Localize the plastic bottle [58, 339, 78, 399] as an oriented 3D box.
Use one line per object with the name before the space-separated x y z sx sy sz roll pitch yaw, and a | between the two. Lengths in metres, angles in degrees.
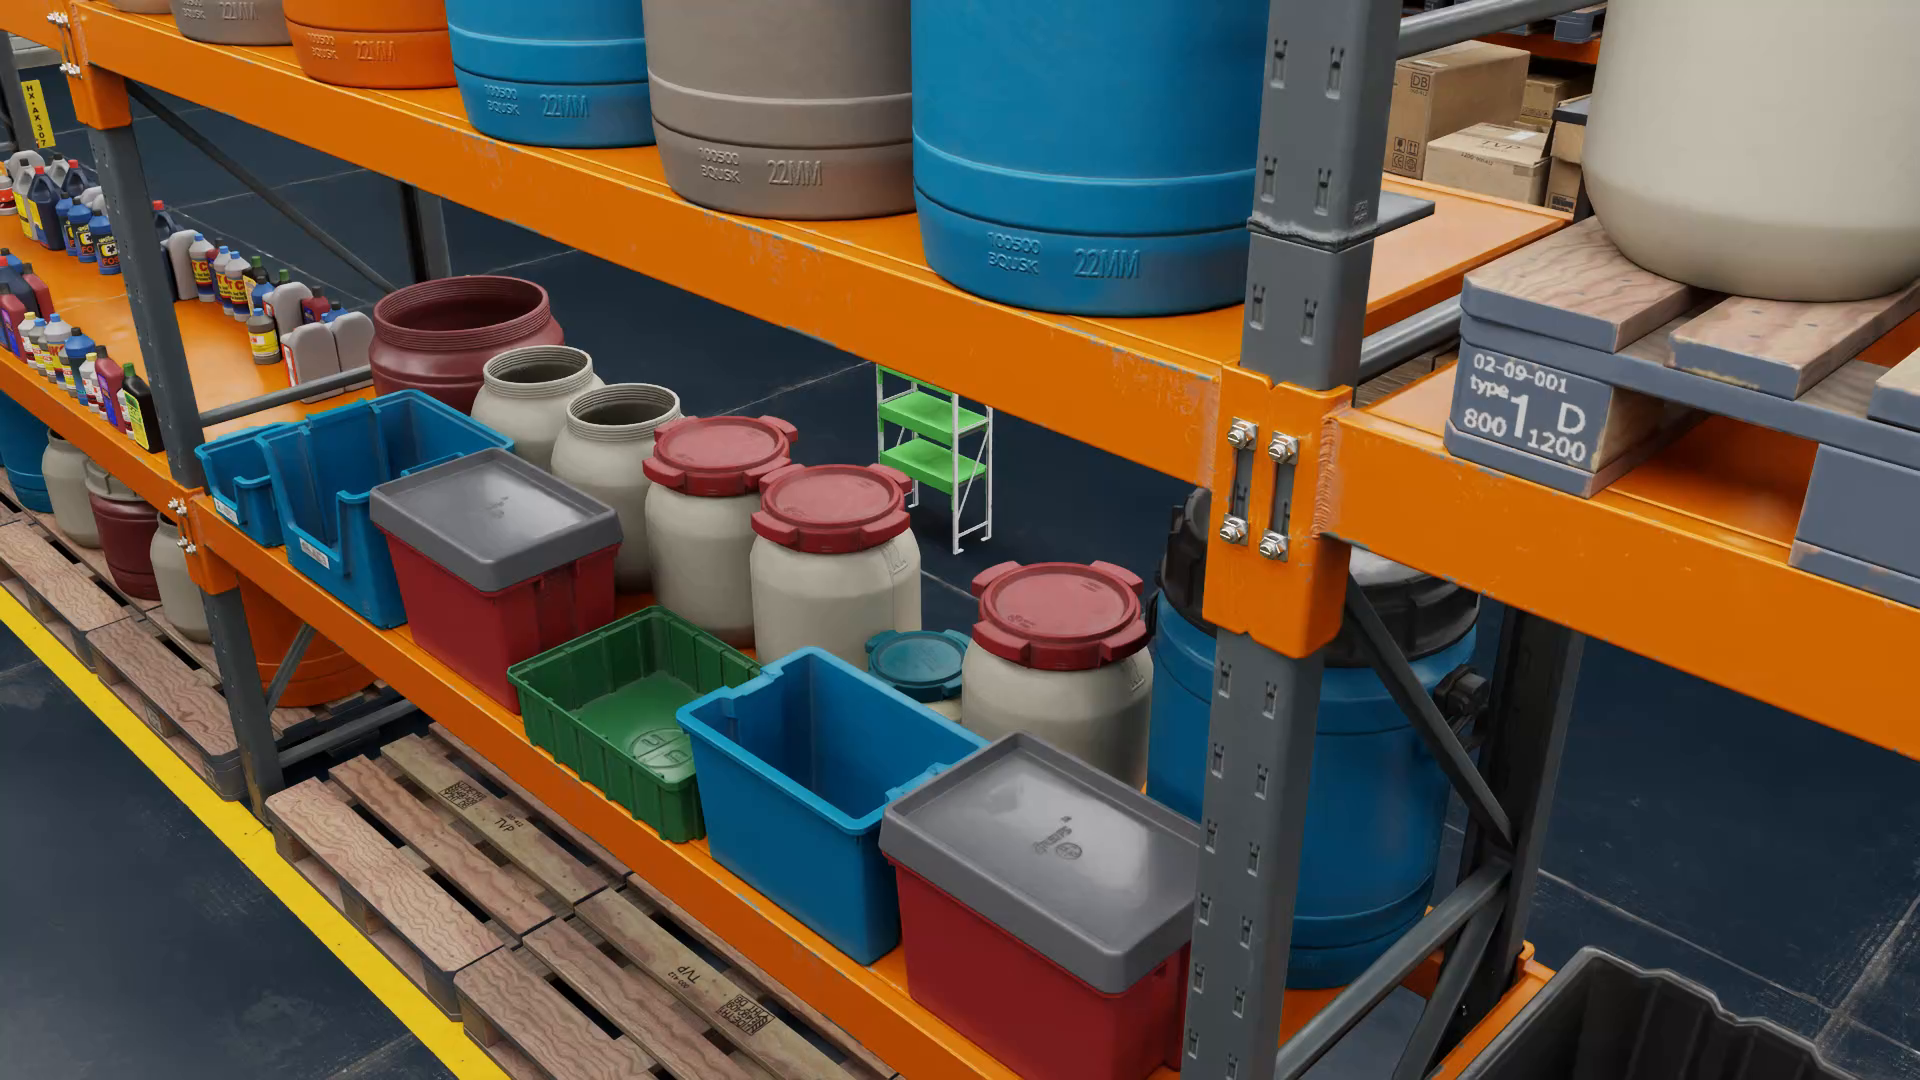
plastic bottle | -3.139 -0.615 5.910 0.097 0.201 0.097 0 28 0

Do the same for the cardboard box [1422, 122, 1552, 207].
cardboard box | 2.397 -1.638 7.352 0.500 0.250 0.500 23 36 37

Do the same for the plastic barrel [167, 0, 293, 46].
plastic barrel | -1.676 -1.708 4.013 0.600 0.901 0.600 0 28 0

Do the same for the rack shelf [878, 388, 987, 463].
rack shelf | -0.118 -0.529 7.603 0.480 0.148 0.258 25 36 38

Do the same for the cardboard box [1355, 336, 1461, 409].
cardboard box | 2.260 -0.842 8.341 0.500 0.500 0.700 21 34 34

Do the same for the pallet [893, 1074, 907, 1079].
pallet | 0.156 1.798 4.104 1.213 0.211 1.003 25 36 38

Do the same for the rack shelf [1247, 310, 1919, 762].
rack shelf | 2.169 0.450 1.221 4.000 0.370 1.077 25 36 38

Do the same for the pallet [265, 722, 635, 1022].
pallet | -1.584 1.002 5.618 1.213 0.211 1.003 25 36 38

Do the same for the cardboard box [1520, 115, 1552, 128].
cardboard box | 4.260 -2.962 12.396 0.500 0.500 0.500 24 36 38

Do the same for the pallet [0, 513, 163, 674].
pallet | -3.566 0.095 7.343 1.213 0.211 1.003 25 36 38

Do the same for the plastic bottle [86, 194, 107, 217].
plastic bottle | -3.738 -1.399 7.322 0.135 0.276 0.152 25 36 38

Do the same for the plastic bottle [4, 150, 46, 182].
plastic bottle | -4.454 -1.727 7.945 0.135 0.276 0.152 25 36 38

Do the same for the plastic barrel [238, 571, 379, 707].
plastic barrel | -2.470 0.122 6.175 0.708 0.830 0.600 25 36 38

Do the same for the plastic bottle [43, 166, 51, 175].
plastic bottle | -4.193 -1.608 7.718 0.135 0.276 0.152 25 36 38

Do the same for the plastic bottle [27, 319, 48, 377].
plastic bottle | -3.347 -0.710 6.091 0.097 0.201 0.097 0 28 0

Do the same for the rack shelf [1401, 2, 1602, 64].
rack shelf | 3.487 -4.089 13.077 4.000 0.370 1.077 25 36 38

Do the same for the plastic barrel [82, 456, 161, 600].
plastic barrel | -3.275 -0.139 6.932 0.708 0.588 0.600 25 36 38

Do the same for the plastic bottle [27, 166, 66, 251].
plastic bottle | -4.046 -1.482 7.399 0.185 0.351 0.144 25 36 38

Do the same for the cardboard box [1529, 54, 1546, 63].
cardboard box | 4.229 -3.637 12.873 0.500 0.250 0.500 24 36 38

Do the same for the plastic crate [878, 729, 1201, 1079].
plastic crate | 0.183 0.722 3.085 0.583 0.464 0.402 25 36 38

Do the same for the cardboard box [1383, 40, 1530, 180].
cardboard box | 2.245 -2.060 7.886 0.700 0.500 0.500 -19 33 -32

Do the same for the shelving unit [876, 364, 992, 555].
shelving unit | -0.118 -0.585 7.573 0.503 1.200 0.258 25 36 38

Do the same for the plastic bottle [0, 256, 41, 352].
plastic bottle | -3.596 -0.905 6.302 0.185 0.351 0.144 25 36 38

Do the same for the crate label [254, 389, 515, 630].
crate label | -1.590 -0.100 4.679 0.616 0.435 0.502 25 36 38

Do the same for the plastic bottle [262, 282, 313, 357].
plastic bottle | -2.521 -0.843 6.263 0.135 0.276 0.152 25 36 38

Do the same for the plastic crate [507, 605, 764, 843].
plastic crate | -0.697 0.426 3.944 0.662 0.188 0.450 25 36 38

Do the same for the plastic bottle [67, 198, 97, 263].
plastic bottle | -3.812 -1.350 7.233 0.097 0.271 0.097 0 28 0

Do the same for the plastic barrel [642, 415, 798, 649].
plastic barrel | -0.617 -0.019 4.417 0.433 0.535 0.433 0 28 0

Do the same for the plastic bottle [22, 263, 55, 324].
plastic bottle | -3.542 -0.918 6.398 0.133 0.283 0.061 25 36 38

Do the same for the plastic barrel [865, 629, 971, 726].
plastic barrel | -0.093 0.385 3.943 0.301 0.262 0.301 0 28 0

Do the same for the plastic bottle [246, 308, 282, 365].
plastic bottle | -2.595 -0.762 6.190 0.097 0.201 0.097 0 28 0

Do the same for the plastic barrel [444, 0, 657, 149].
plastic barrel | -0.704 -1.263 3.168 0.708 0.901 0.600 25 36 38

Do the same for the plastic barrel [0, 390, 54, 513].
plastic barrel | -4.081 -0.646 7.560 0.708 0.901 0.600 25 36 38

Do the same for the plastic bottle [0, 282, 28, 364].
plastic bottle | -3.512 -0.810 6.193 0.133 0.283 0.061 25 36 38

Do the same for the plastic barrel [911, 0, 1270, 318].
plastic barrel | 0.228 -0.836 2.356 0.708 0.901 0.600 25 36 38

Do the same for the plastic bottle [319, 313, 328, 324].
plastic bottle | -2.324 -0.737 6.143 0.097 0.201 0.097 0 28 0

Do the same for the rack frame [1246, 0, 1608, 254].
rack frame | 0.743 -1.848 1.596 0.127 3.000 1.000 25 36 38

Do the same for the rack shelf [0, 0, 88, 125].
rack shelf | -3.535 -2.160 6.185 4.000 0.370 1.077 25 36 38

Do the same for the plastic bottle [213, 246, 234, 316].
plastic bottle | -2.914 -1.038 6.640 0.097 0.271 0.097 0 28 0

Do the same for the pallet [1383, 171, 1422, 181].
pallet | 1.946 -1.860 8.270 1.003 0.211 1.213 25 36 38

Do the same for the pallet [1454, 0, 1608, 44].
pallet | 4.330 -3.867 12.088 1.003 0.211 1.213 25 36 38

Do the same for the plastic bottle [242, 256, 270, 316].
plastic bottle | -2.749 -0.980 6.516 0.133 0.283 0.061 25 36 38

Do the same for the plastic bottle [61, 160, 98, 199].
plastic bottle | -3.945 -1.530 7.490 0.185 0.351 0.144 25 36 38

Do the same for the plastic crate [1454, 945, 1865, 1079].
plastic crate | 1.027 1.047 2.602 0.504 0.338 0.767 25 36 38

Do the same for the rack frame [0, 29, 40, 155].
rack frame | -4.961 -1.803 7.957 0.127 3.000 1.000 25 36 38

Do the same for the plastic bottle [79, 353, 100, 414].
plastic bottle | -3.000 -0.551 5.789 0.097 0.201 0.097 0 28 0

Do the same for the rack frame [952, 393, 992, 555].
rack frame | 0.056 -0.505 7.422 0.015 1.200 0.240 25 36 38

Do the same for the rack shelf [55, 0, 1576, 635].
rack shelf | -0.683 -0.855 3.703 4.000 0.370 1.077 25 36 38

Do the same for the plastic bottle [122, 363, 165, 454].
plastic bottle | -2.697 -0.437 5.483 0.133 0.283 0.061 25 36 38

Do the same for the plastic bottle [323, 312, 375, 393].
plastic bottle | -2.191 -0.692 5.976 0.135 0.276 0.152 25 36 38

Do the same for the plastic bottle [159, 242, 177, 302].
plastic bottle | -3.302 -1.136 6.741 0.185 0.351 0.144 25 36 38

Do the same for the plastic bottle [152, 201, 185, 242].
plastic bottle | -3.291 -1.231 6.921 0.185 0.351 0.144 25 36 38

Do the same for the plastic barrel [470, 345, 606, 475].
plastic barrel | -1.226 -0.283 4.945 0.421 0.512 0.421 0 28 0

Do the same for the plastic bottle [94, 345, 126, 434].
plastic bottle | -2.861 -0.512 5.627 0.133 0.283 0.061 25 36 38

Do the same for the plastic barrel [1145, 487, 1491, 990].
plastic barrel | 0.680 0.358 3.307 0.708 0.901 0.600 25 36 38

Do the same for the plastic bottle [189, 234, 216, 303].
plastic bottle | -3.078 -1.113 6.783 0.097 0.271 0.097 0 28 0
